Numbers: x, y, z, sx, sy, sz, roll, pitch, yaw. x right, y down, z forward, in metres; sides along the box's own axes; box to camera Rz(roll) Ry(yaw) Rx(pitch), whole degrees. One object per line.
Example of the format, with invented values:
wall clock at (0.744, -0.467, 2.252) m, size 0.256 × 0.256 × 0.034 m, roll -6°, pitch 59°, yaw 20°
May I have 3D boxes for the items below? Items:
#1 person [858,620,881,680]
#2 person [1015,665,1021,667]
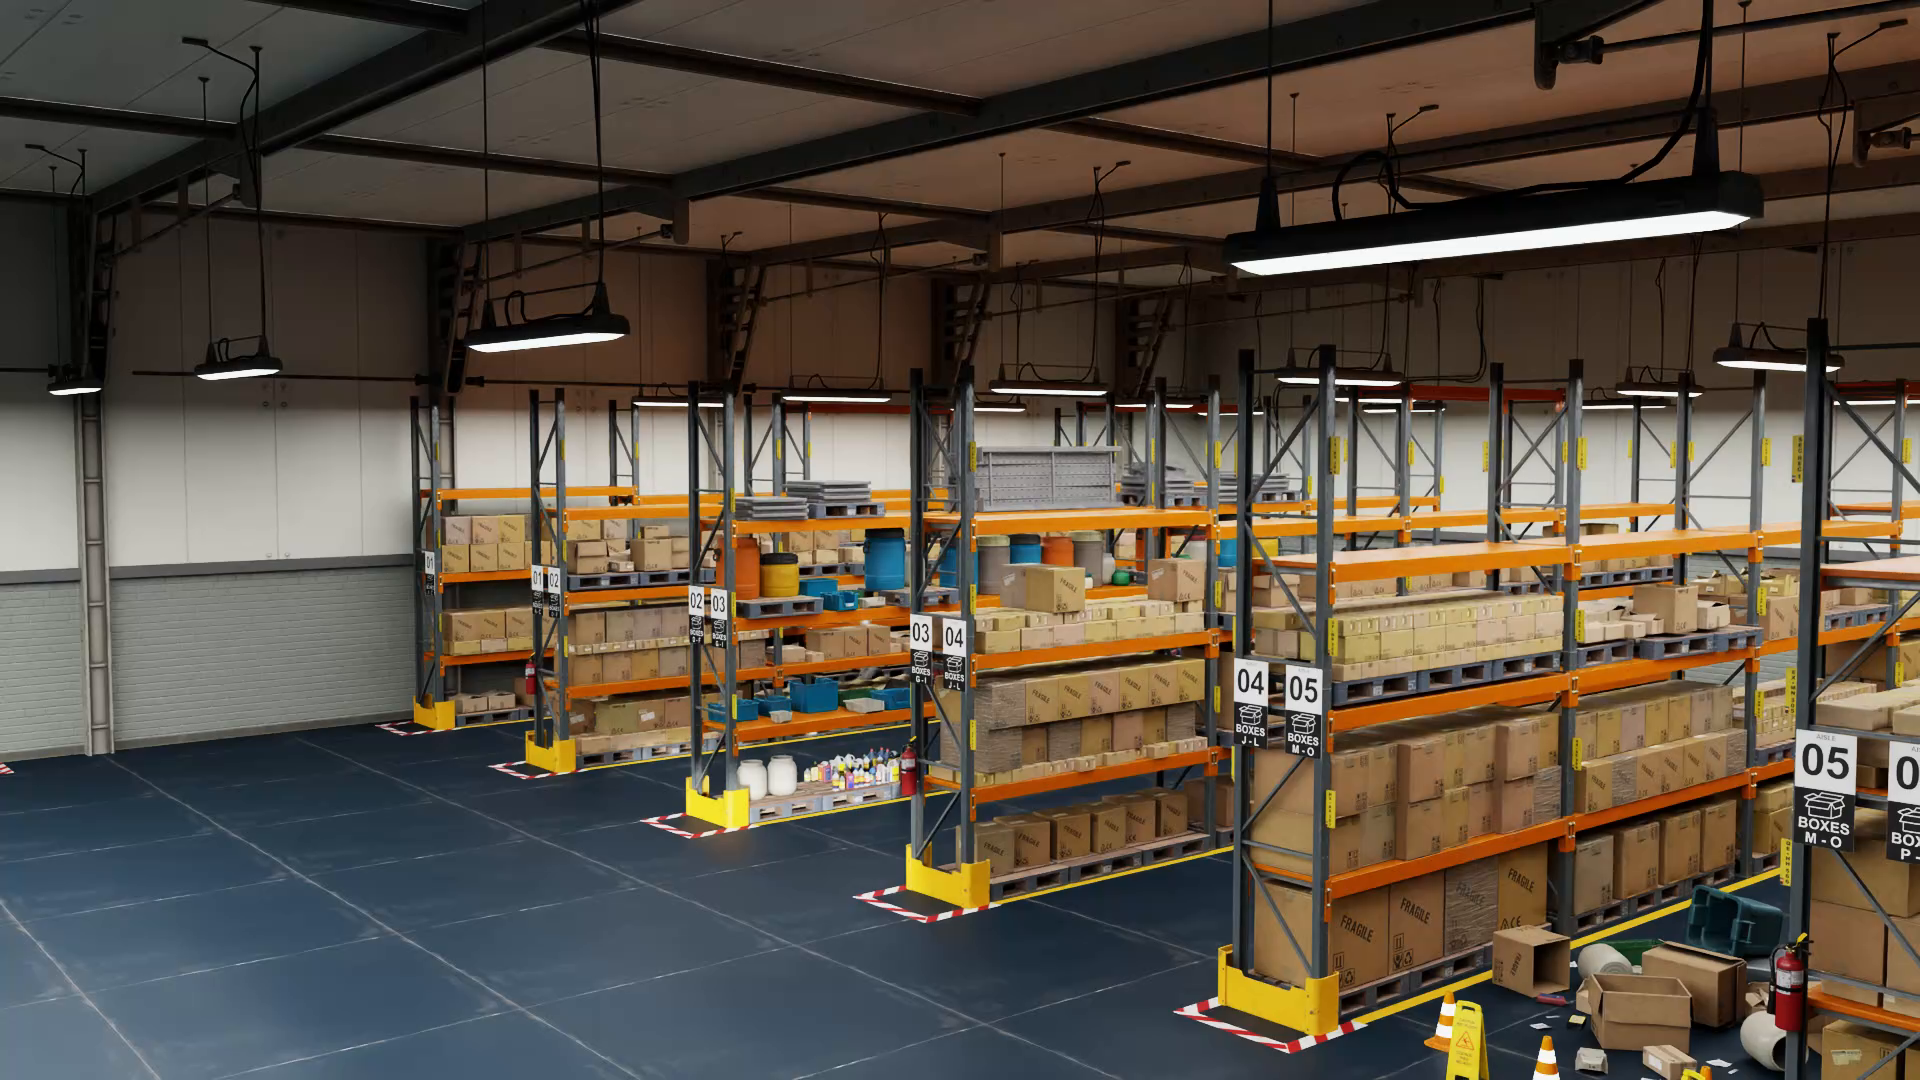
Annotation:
person at (-1.914, 2.241, 34.456) m, size 0.465 × 1.760 × 0.558 m, roll -1°, pitch 4°, yaw -22°
person at (1.247, 2.464, 30.728) m, size 1.067 × 1.726 × 0.589 m, roll -2°, pitch 4°, yaw -36°
